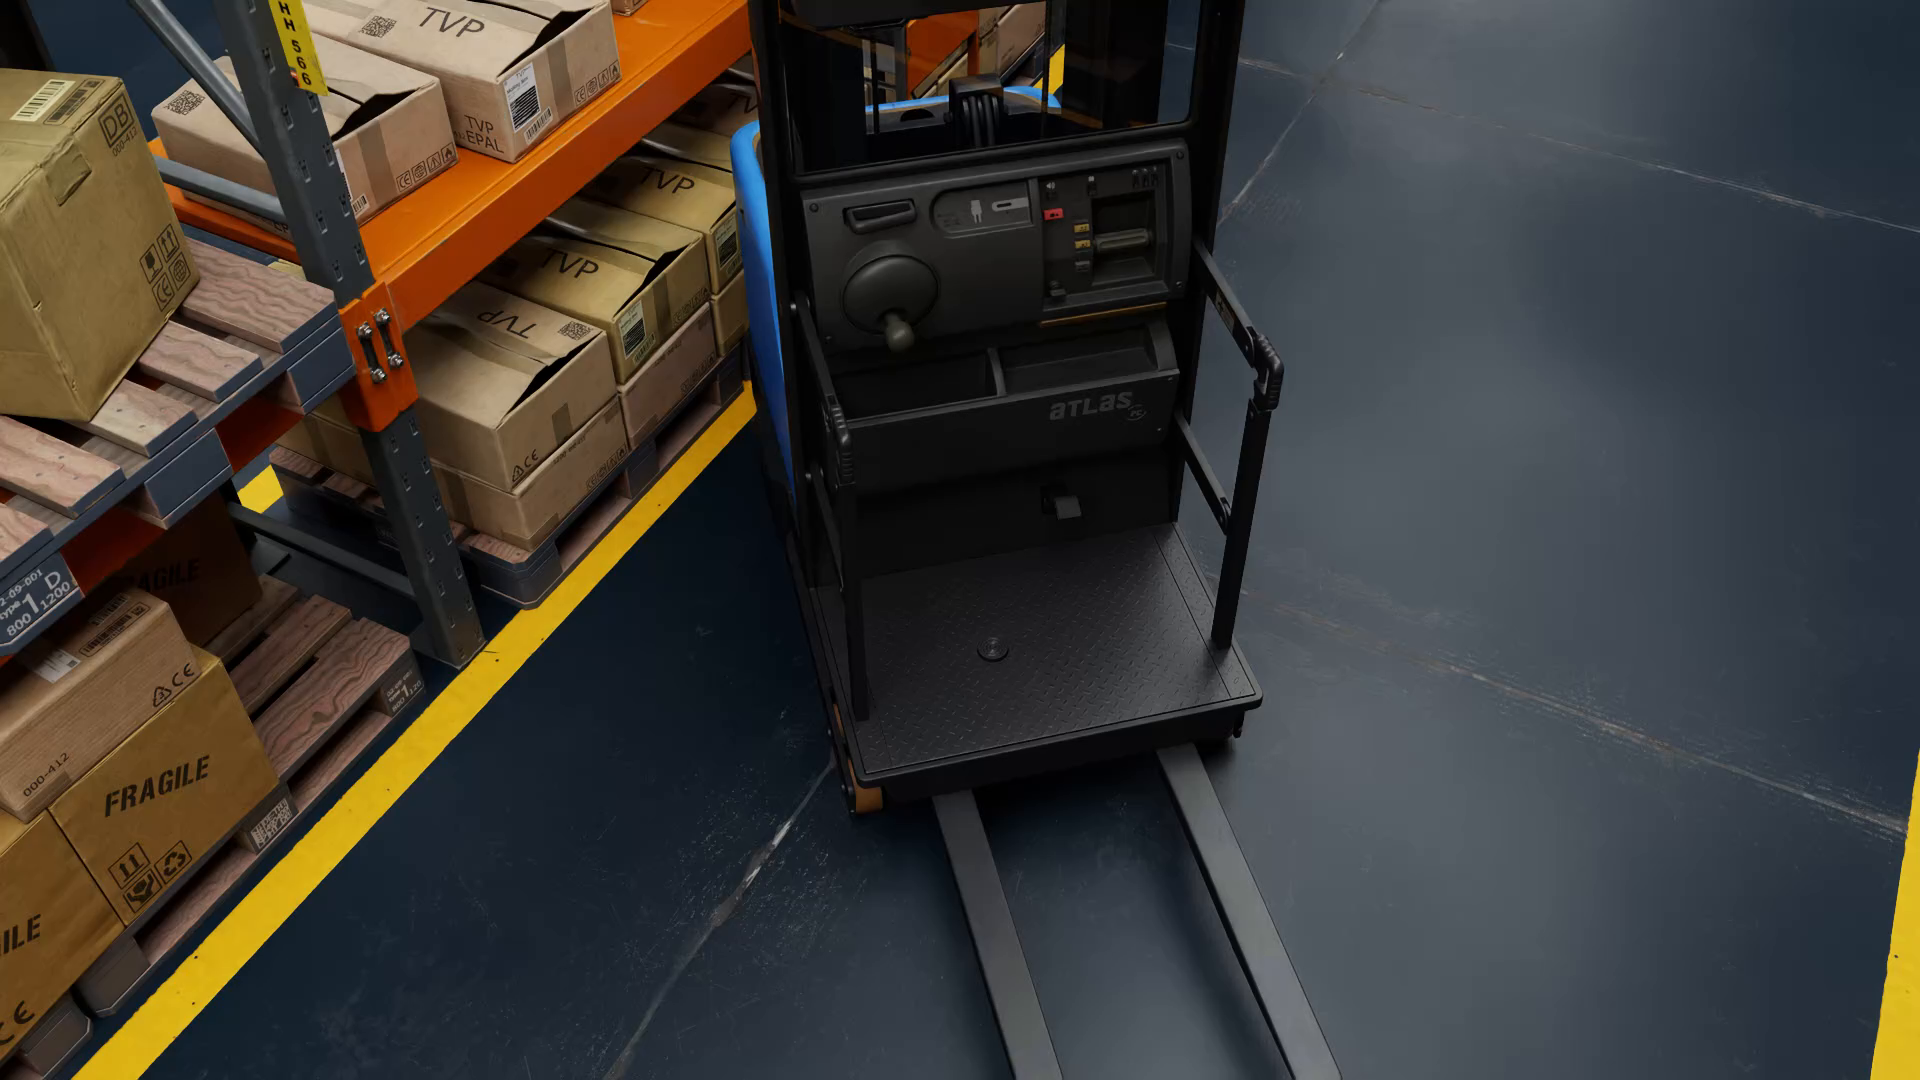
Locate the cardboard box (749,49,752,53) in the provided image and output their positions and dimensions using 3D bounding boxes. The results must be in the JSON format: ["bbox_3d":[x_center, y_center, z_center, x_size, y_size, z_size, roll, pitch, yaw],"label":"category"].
[{"bbox_3d":[-0.907,-1.950,6.312,0.500,0.311,0.500,19,48,18],"label":"cardboard box"}]

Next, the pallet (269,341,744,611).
[{"bbox_3d":[-1.458,-0.396,5.493,1.003,0.211,1.213,20,49,19],"label":"pallet"}]

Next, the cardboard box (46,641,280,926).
[{"bbox_3d":[-2.101,0.520,4.075,0.500,0.500,0.500,22,49,21],"label":"cardboard box"}]

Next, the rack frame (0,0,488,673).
[{"bbox_3d":[-1.875,-0.870,4.001,1.000,3.000,0.127,20,49,19],"label":"rack frame"}]

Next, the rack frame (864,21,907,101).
[{"bbox_3d":[-0.343,-1.444,5.192,0.400,2.100,0.015,20,48,19],"label":"rack frame"}]

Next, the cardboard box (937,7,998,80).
[{"bbox_3d":[-0.188,-2.089,6.449,0.500,0.311,0.500,22,49,20],"label":"cardboard box"}]

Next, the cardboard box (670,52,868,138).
[{"bbox_3d":[-0.658,-1.460,5.827,0.500,0.311,0.500,20,49,19],"label":"cardboard box"}]

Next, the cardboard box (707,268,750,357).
[{"bbox_3d":[-0.903,-0.931,5.699,0.500,0.250,0.500,19,48,18],"label":"cardboard box"}]

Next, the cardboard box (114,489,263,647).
[{"bbox_3d":[-2.339,0.046,4.544,0.500,0.500,0.500,22,49,21],"label":"cardboard box"}]

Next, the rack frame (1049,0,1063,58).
[{"bbox_3d":[-0.018,-3.390,6.492,1.000,3.000,0.127,20,49,19],"label":"rack frame"}]

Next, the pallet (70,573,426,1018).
[{"bbox_3d":[-2.255,0.568,4.540,1.003,0.211,1.213,20,49,19],"label":"pallet"}]

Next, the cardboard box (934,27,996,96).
[{"bbox_3d":[-0.190,-1.896,6.653,0.500,0.250,0.500,20,49,18],"label":"cardboard box"}]

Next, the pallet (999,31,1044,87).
[{"bbox_3d":[-0.325,-1.933,7.012,1.003,0.211,1.213,20,49,19],"label":"pallet"}]

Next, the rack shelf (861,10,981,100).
[{"bbox_3d":[-0.231,-1.588,5.355,0.431,0.518,0.480,20,48,19],"label":"rack shelf"}]

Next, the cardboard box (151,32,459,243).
[{"bbox_3d":[-1.667,-1.054,4.245,0.500,0.311,0.500,23,50,21],"label":"cardboard box"}]

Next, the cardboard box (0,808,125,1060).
[{"bbox_3d":[-2.342,0.846,3.753,0.500,0.500,0.500,19,48,18],"label":"cardboard box"}]

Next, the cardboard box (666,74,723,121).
[{"bbox_3d":[-1.143,-1.621,5.987,0.500,0.311,0.500,22,49,20],"label":"cardboard box"}]

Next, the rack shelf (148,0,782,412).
[{"bbox_3d":[-0.946,-1.877,5.502,1.077,0.370,4.000,20,49,19],"label":"rack shelf"}]

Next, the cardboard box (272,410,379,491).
[{"bbox_3d":[-1.847,-0.463,5.237,0.500,0.250,0.500,22,49,20],"label":"cardboard box"}]

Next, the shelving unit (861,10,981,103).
[{"bbox_3d":[-0.231,-1.597,5.346,0.431,2.100,0.503,20,48,19],"label":"shelving unit"}]

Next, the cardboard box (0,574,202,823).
[{"bbox_3d":[-2.124,0.294,3.772,0.500,0.250,0.500,22,49,21],"label":"cardboard box"}]

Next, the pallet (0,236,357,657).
[{"bbox_3d":[-2.127,-0.353,3.624,1.213,0.211,1.003,20,49,19],"label":"pallet"}]

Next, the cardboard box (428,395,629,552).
[{"bbox_3d":[-1.372,-0.284,5.060,0.500,0.250,0.500,20,49,19],"label":"cardboard box"}]

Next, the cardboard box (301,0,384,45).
[{"bbox_3d":[-1.702,-1.440,4.741,0.380,0.149,0.250,20,49,19],"label":"cardboard box"}]

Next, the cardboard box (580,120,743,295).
[{"bbox_3d":[-0.896,-1.136,5.507,0.500,0.311,0.500,19,48,18],"label":"cardboard box"}]

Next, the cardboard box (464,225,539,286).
[{"bbox_3d":[-1.614,-0.989,5.363,0.500,0.311,0.500,20,49,18],"label":"cardboard box"}]

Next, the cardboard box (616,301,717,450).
[{"bbox_3d":[-1.139,-0.601,5.373,0.500,0.250,0.500,19,48,18],"label":"cardboard box"}]

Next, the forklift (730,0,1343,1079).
[{"bbox_3d":[0.155,-0.598,3.781,1.130,2.935,3.031,-10,46,-10],"label":"forklift"}]

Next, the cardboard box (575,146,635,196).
[{"bbox_3d":[-1.378,-1.306,5.676,0.500,0.311,0.500,20,49,19],"label":"cardboard box"}]

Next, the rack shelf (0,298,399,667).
[{"bbox_3d":[-2.803,0.643,3.012,1.077,0.370,4.000,20,49,19],"label":"rack shelf"}]

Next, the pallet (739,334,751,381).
[{"bbox_3d":[-0.891,-1.162,6.250,1.003,0.211,1.213,20,49,19],"label":"pallet"}]

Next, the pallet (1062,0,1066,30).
[{"bbox_3d":[0.388,-2.897,7.965,1.003,0.211,1.213,20,49,19],"label":"pallet"}]

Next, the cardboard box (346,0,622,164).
[{"bbox_3d":[-1.288,-1.338,4.527,0.500,0.311,0.500,20,49,19],"label":"cardboard box"}]

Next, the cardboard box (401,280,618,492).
[{"bbox_3d":[-1.372,-0.481,4.861,0.500,0.311,0.500,22,49,20],"label":"cardboard box"}]

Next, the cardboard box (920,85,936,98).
[{"bbox_3d":[-0.427,-1.574,6.334,0.500,0.250,0.500,21,49,20],"label":"cardboard box"}]

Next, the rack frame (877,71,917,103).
[{"bbox_3d":[-0.119,-1.751,5.499,0.400,2.100,0.015,20,48,19],"label":"rack frame"}]

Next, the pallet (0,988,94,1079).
[{"bbox_3d":[-2.822,1.333,3.784,1.003,0.211,1.213,20,49,19],"label":"pallet"}]

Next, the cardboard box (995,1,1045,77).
[{"bbox_3d":[0.046,-2.214,6.967,0.500,0.250,0.500,20,49,19],"label":"cardboard box"}]

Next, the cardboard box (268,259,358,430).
[{"bbox_3d":[-1.850,-0.660,5.037,0.500,0.311,0.500,22,49,20],"label":"cardboard box"}]

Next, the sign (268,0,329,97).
[{"bbox_3d":[-1.390,-1.076,3.446,0.100,0.325,0.005,20,49,19],"label":"sign"}]

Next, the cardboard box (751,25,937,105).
[{"bbox_3d":[-0.422,-1.775,6.139,0.500,0.311,0.500,20,49,19],"label":"cardboard box"}]

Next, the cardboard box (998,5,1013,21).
[{"bbox_3d":[0.048,-2.419,6.775,0.500,0.311,0.500,20,49,19],"label":"cardboard box"}]

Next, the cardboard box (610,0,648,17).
[{"bbox_3d":[-1.110,-1.968,5.016,0.500,0.500,0.500,18,48,17],"label":"cardboard box"}]

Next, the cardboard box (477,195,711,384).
[{"bbox_3d":[-1.135,-0.815,5.190,0.500,0.311,0.500,19,48,18],"label":"cardboard box"}]

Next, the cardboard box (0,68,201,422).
[{"bbox_3d":[-2.067,-0.619,3.387,0.700,0.500,0.500,6,46,6],"label":"cardboard box"}]
